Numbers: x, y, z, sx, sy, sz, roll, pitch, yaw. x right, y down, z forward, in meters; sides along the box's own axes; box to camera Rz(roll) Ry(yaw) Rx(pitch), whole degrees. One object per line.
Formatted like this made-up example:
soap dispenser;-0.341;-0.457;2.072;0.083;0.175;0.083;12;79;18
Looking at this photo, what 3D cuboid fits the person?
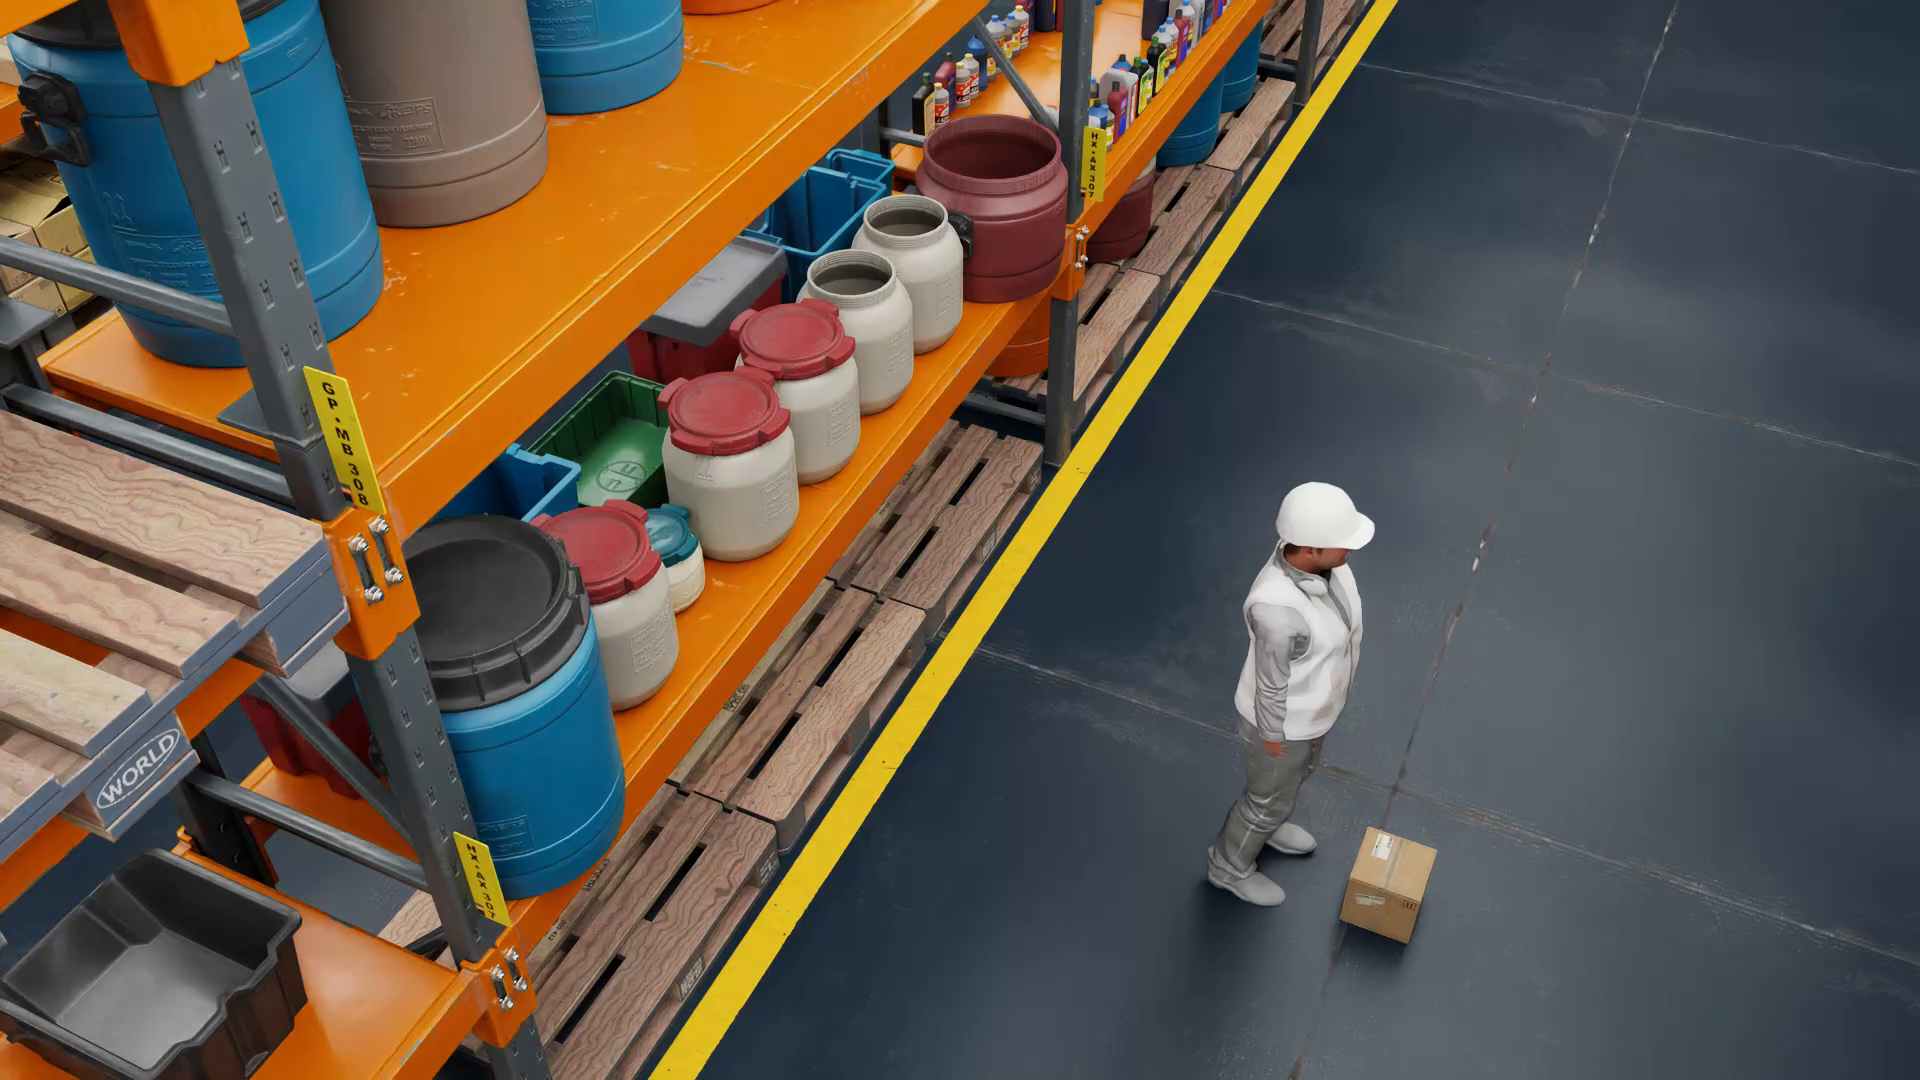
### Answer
person;1.115;0.522;5.574;0.360;1.786;0.532;18;45;19
